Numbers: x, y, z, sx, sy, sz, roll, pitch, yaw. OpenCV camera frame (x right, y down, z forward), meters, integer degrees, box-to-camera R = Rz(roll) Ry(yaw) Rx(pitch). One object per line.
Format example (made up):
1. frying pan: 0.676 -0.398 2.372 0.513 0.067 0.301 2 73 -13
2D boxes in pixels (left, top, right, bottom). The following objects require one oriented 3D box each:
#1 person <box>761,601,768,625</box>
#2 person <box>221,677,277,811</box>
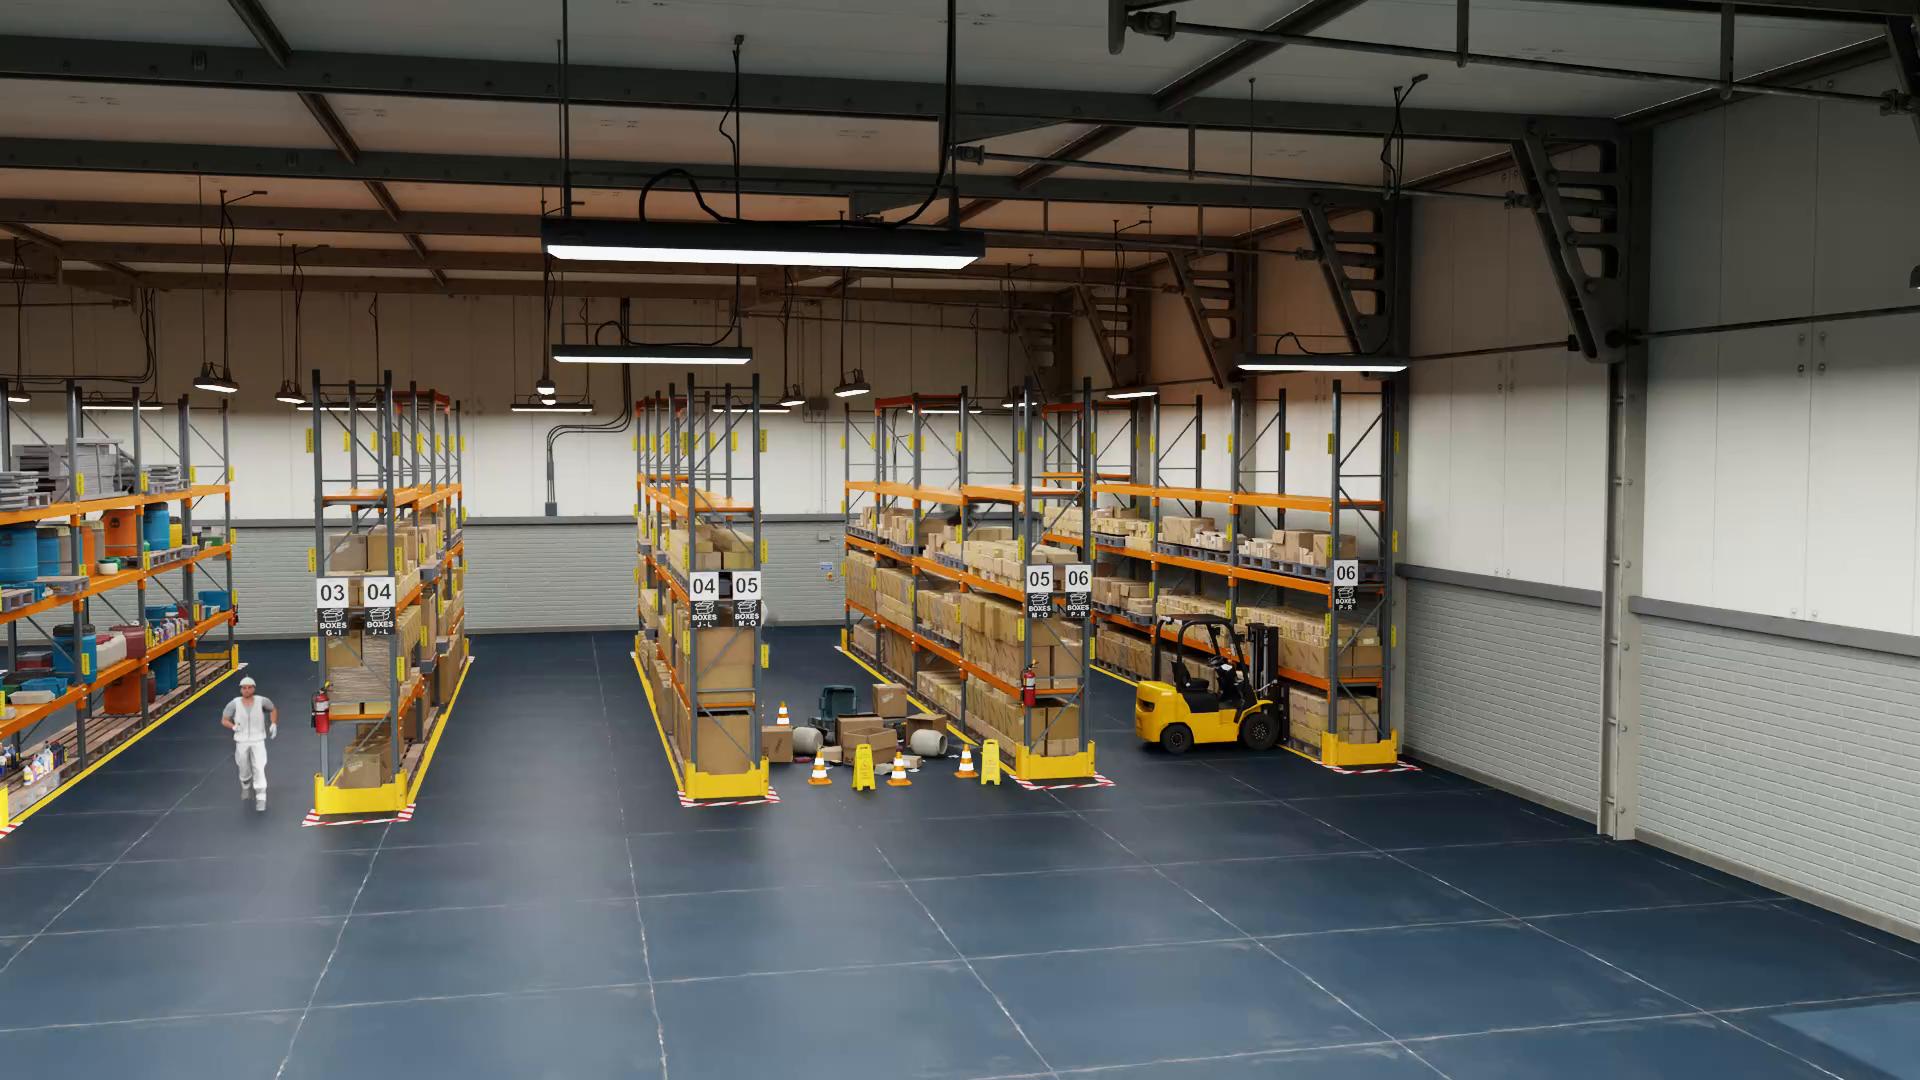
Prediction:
1. person: -4.787 1.948 38.400 0.636 1.693 0.925 -2 4 -27
2. person: -9.726 2.754 22.769 0.704 1.769 1.000 -1 4 -21
